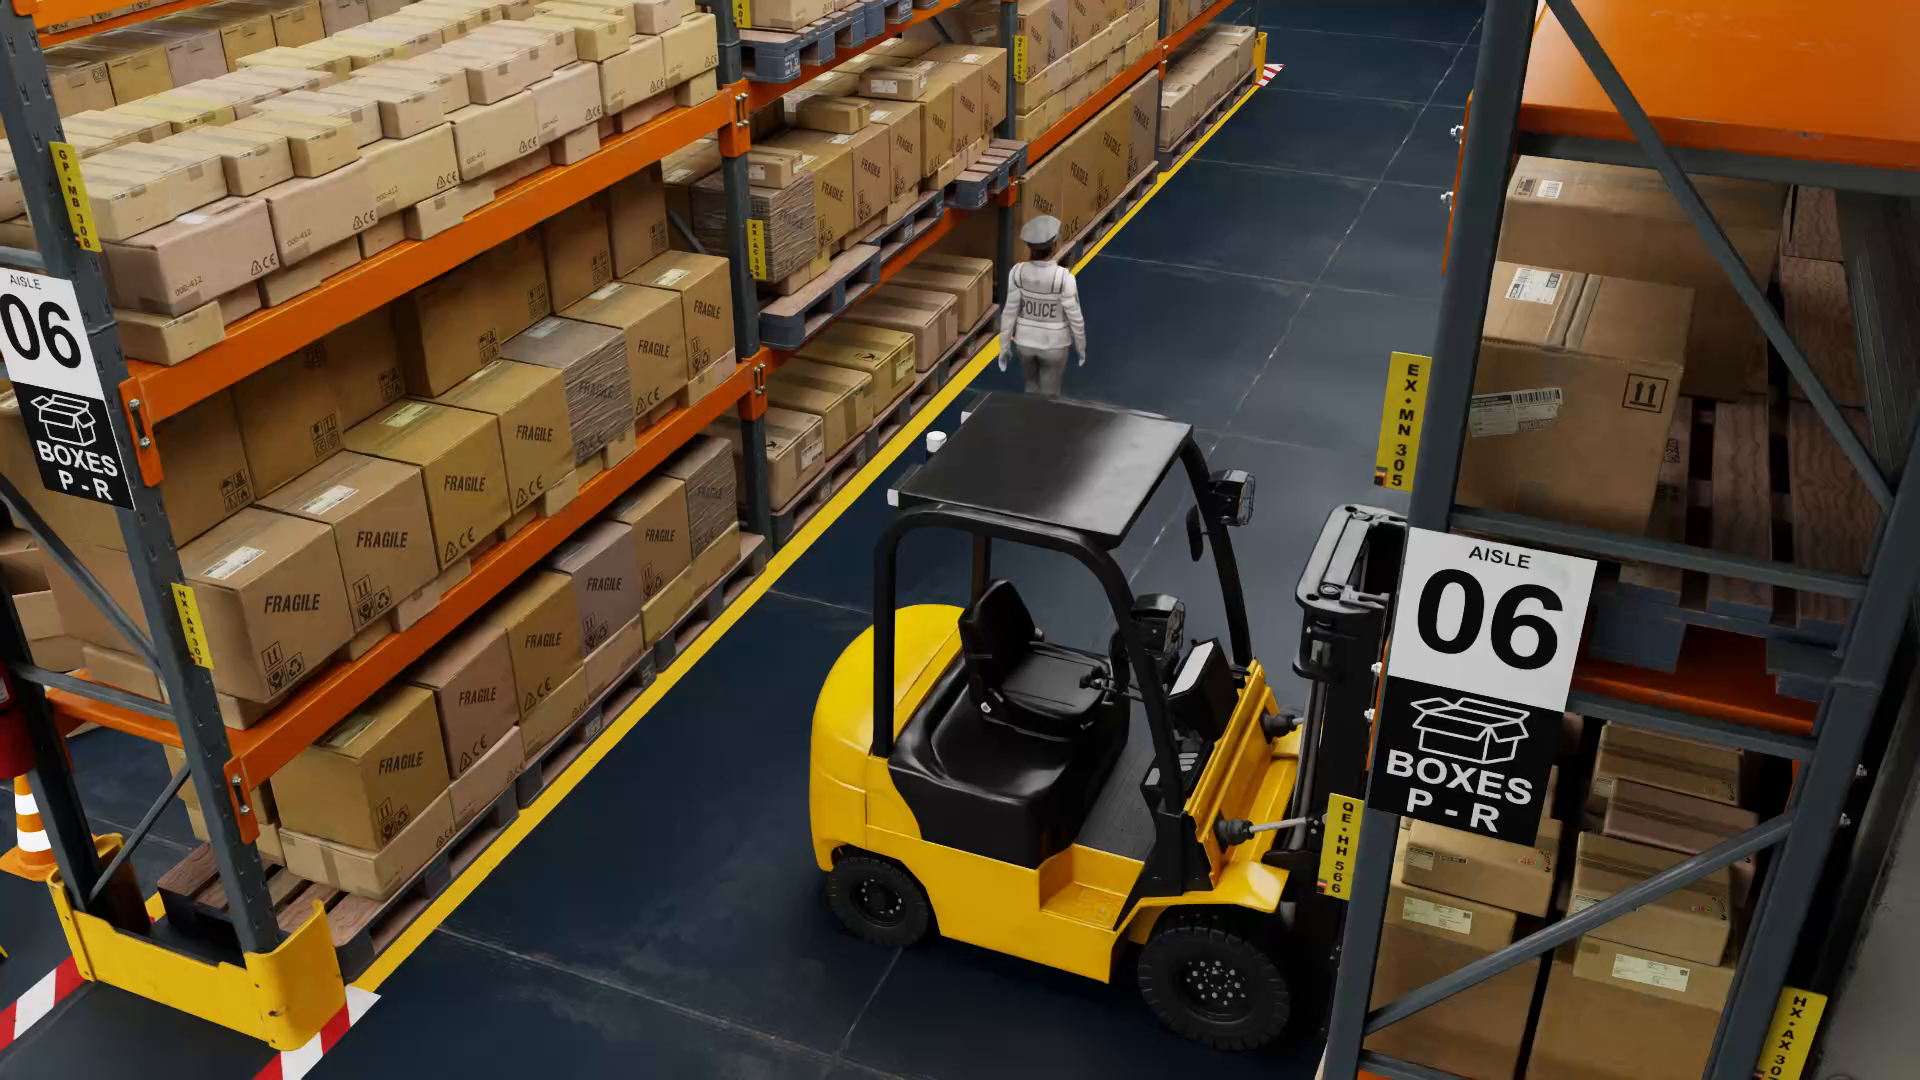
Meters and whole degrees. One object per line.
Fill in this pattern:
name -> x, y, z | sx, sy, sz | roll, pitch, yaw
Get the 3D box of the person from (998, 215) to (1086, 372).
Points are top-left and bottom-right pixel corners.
person -> 0.526, -1.189, 10.459 | 0.523, 1.746, 0.549 | 14, 33, 23
